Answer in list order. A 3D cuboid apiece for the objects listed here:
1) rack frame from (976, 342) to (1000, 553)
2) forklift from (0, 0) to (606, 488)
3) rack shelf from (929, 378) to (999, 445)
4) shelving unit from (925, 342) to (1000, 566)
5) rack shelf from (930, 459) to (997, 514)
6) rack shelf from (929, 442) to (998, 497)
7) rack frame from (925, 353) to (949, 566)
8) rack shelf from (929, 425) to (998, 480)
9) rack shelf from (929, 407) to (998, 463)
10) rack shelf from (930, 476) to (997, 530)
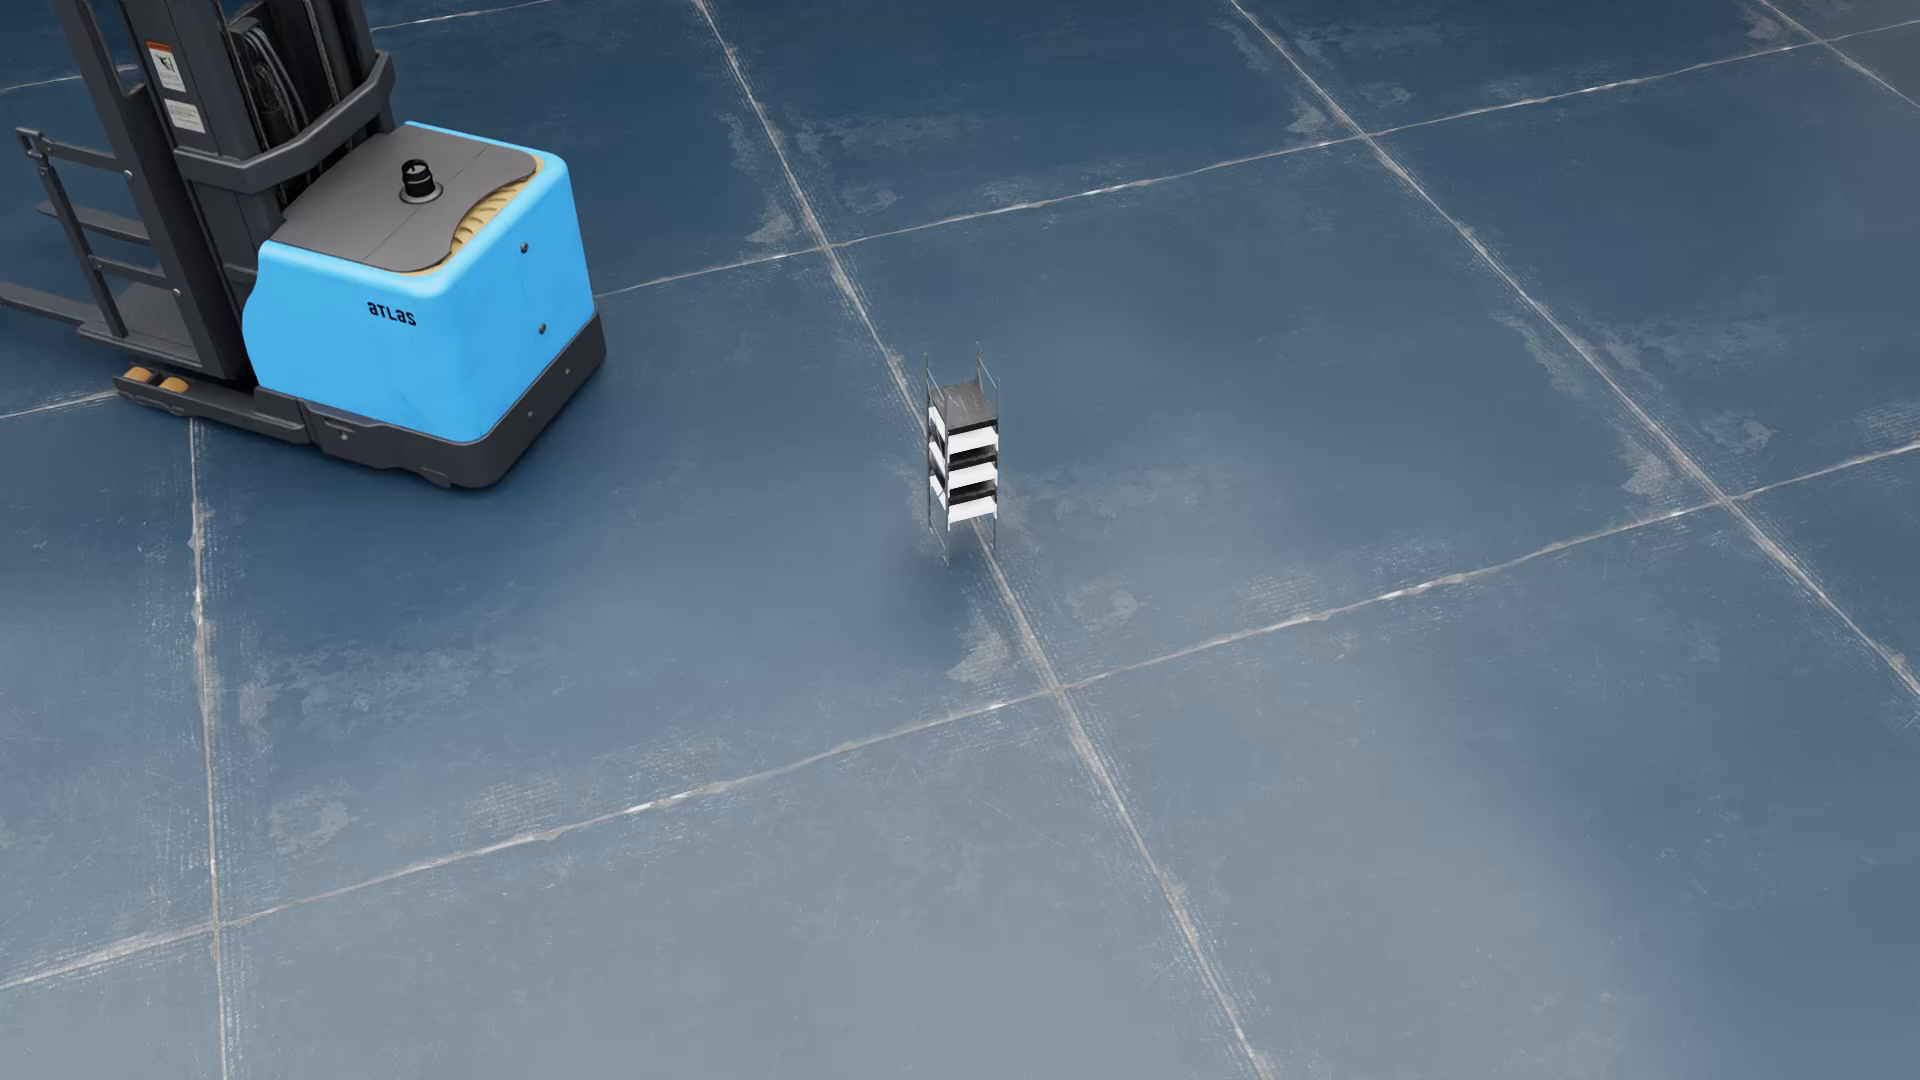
[{"bbox_3d":[0.103,-0.344,6.458,0.006,0.900,0.240,-14,47,-14],"label":"rack frame"},{"bbox_3d":[-3.163,-1.913,6.587,3.031,2.935,1.130,16,47,15],"label":"forklift"},{"bbox_3d":[0.008,-0.487,6.266,0.200,0.077,0.258,-14,47,-14],"label":"rack shelf"},{"bbox_3d":[0.008,-0.320,6.433,0.210,0.900,0.258,-14,47,-14],"label":"shelving unit"},{"bbox_3d":[0.008,-0.233,6.521,0.200,0.077,0.258,-14,47,-14],"label":"rack shelf"},{"bbox_3d":[0.008,-0.296,6.457,0.200,0.077,0.258,-14,47,-14],"label":"rack shelf"},{"bbox_3d":[-0.088,-0.295,6.409,0.006,0.900,0.240,-14,47,-14],"label":"rack frame"},{"bbox_3d":[0.008,-0.360,6.393,0.200,0.077,0.258,-14,47,-14],"label":"rack shelf"},{"bbox_3d":[0.008,-0.423,6.329,0.200,0.077,0.258,-14,47,-14],"label":"rack shelf"},{"bbox_3d":[0.008,-0.169,6.584,0.200,0.077,0.258,-14,47,-14],"label":"rack shelf"}]
